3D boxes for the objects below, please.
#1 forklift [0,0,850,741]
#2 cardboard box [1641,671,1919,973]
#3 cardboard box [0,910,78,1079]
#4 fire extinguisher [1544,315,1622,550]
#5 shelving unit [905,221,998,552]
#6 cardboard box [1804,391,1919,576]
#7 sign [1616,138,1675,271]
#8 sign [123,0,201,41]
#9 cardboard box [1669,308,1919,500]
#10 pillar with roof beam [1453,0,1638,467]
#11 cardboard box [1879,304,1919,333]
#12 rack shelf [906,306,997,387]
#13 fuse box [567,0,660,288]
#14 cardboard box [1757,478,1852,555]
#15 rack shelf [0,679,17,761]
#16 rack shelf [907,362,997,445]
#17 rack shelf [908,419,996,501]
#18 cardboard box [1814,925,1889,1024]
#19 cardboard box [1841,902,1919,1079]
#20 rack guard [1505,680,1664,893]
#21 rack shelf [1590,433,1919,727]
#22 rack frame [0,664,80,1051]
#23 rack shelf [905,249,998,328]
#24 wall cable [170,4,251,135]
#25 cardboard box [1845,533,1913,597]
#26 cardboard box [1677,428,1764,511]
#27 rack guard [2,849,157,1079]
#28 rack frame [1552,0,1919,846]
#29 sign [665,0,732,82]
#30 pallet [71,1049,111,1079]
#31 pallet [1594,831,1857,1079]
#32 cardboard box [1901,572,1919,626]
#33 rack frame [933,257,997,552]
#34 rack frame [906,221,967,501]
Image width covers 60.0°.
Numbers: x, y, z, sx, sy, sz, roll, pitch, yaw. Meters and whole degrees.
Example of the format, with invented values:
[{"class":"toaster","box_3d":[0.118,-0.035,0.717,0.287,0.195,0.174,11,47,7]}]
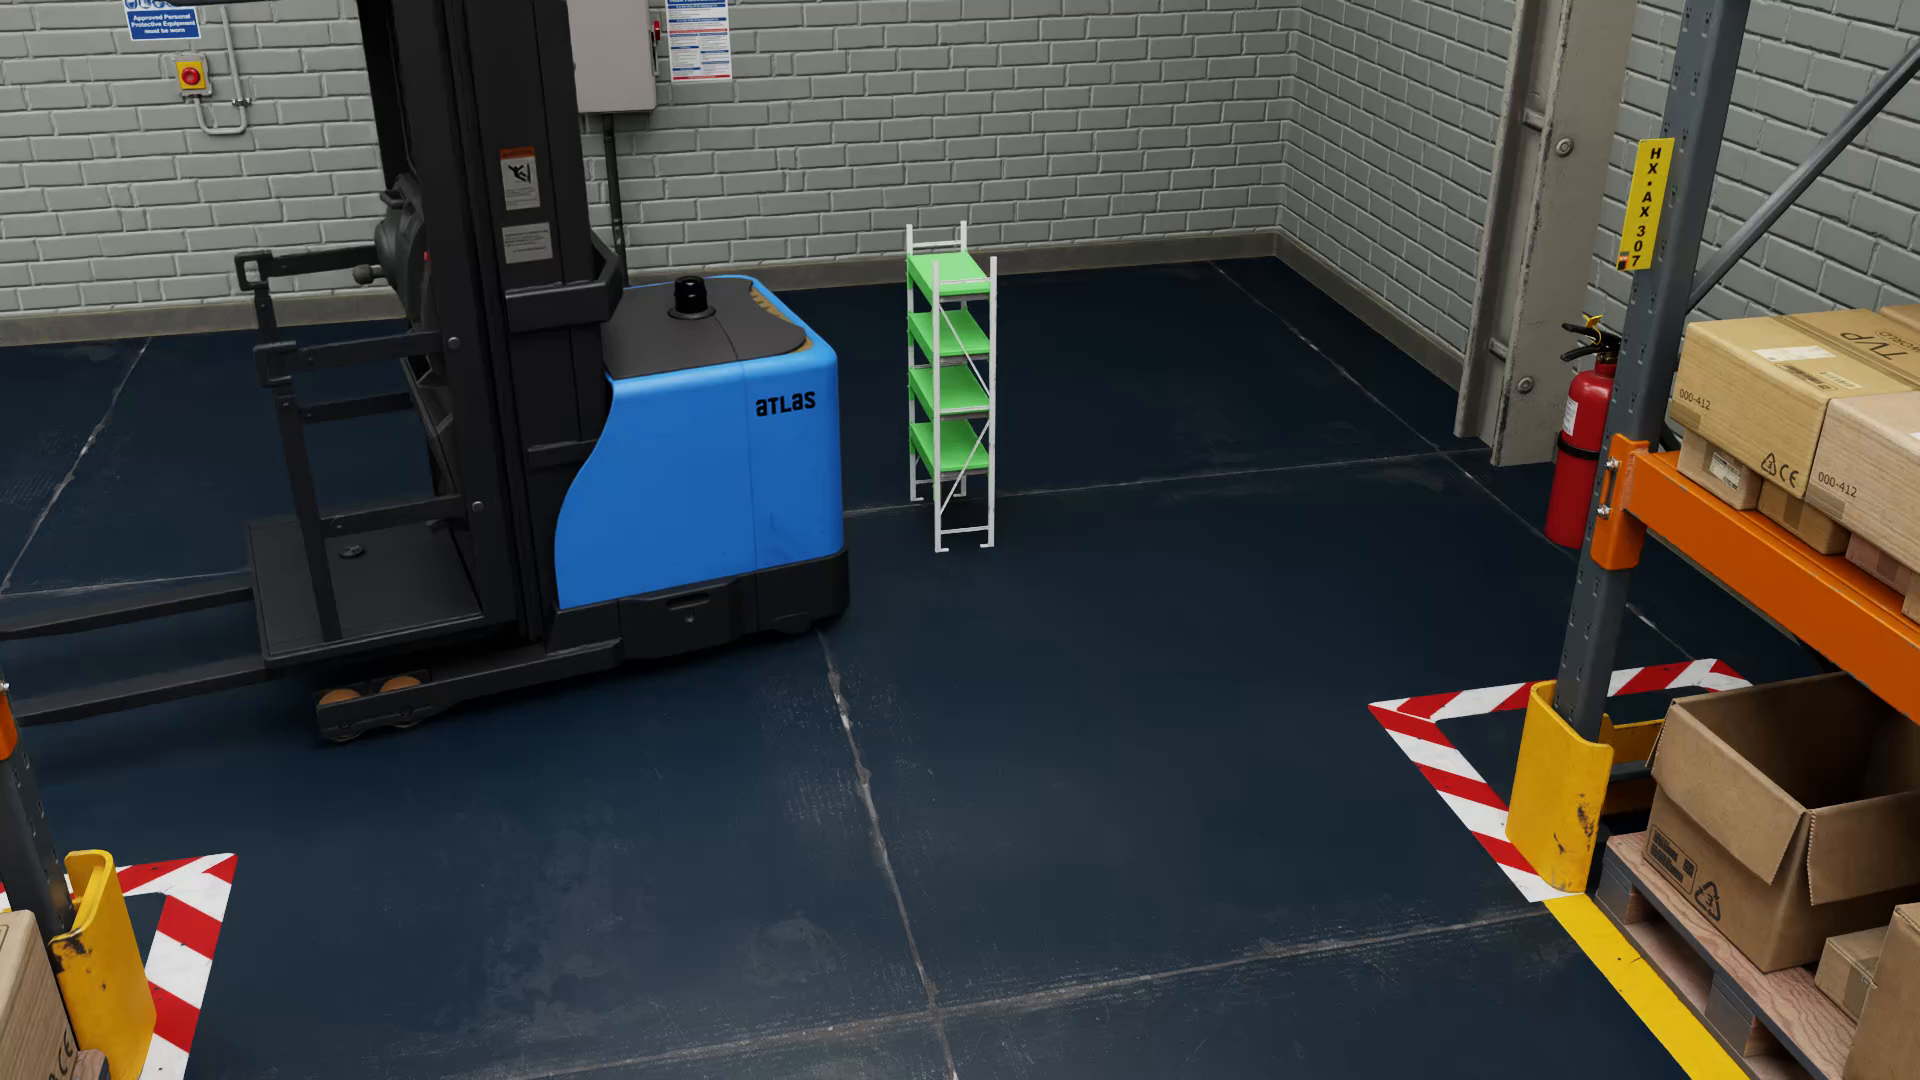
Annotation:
[{"class":"forklift","box_3d":[-1.968,-0.922,5.323,3.031,2.935,1.130,-11,29,-21]},{"class":"cardboard box","box_3d":[2.262,0.713,4.312,0.797,0.503,0.637,-7,28,-14]},{"class":"cardboard box","box_3d":[-2.372,1.250,3.323,0.875,0.438,0.875,-7,28,-13]},{"class":"fire extinguisher","box_3d":[1.733,-0.309,4.532,0.296,0.674,0.183,-6,27,-12]},{"class":"shelving unit","box_3d":[-0.037,-0.608,6.624,0.258,1.200,0.503,-6,27,-12]},{"class":"cardboard box","box_3d":[2.170,-0.110,3.475,0.500,0.250,0.500,-6,27,-11]},{"class":"sign","box_3d":[1.688,-0.823,4.091,0.100,0.325,0.005,-6,27,-12]},{"class":"sign","box_3d":[-3.973,-2.602,8.276,0.327,0.218,0.001,-6,27,-12]},{"class":"cardboard box","box_3d":[2.057,-0.331,3.914,0.500,0.250,0.500,-6,27,-11]},{"class":"pillar with roof beam","box_3d":[-1.707,-4.008,4.704,9.100,9.000,0.400,-6,27,-12]},{"class":"cardboard box","box_3d":[2.579,-0.383,4.016,0.500,0.250,0.500,-5,27,-10]},{"class":"rack shelf","box_3d":[-0.037,-0.766,6.544,0.258,0.148,0.480,-6,27,-12]},{"class":"fuse box","box_3d":[-1.832,-2.033,8.879,0.539,1.711,0.414,-6,27,-12]},{"class":"cardboard box","box_3d":[2.126,-0.101,3.899,0.380,0.149,0.250,-5,27,-10]},{"class":"rack shelf","box_3d":[-2.168,1.213,1.816,1.077,0.370,4.000,-6,27,-12]},{"class":"rack shelf","box_3d":[-0.037,-0.551,6.652,0.258,0.148,0.480,-6,27,-12]},{"class":"rack shelf","box_3d":[-0.037,-0.337,6.761,0.258,0.148,0.480,-6,27,-12]},{"class":"cardboard box","box_3d":[2.320,1.062,4.015,0.380,0.149,0.250,-7,28,-14]},{"class":"cardboard box","box_3d":[2.417,1.094,3.562,0.700,0.500,0.500,-5,27,-9]},{"class":"rack guard","box_3d":[2.234,0.657,4.893,1.175,0.500,0.348,-6,27,-12]},{"class":"rack shelf","box_3d":[2.668,0.707,2.818,1.077,0.370,4.000,-6,27,-12]},{"class":"rack frame","box_3d":[-2.618,0.014,3.394,1.000,3.000,0.127,-6,27,-12]},{"class":"rack shelf","box_3d":[-0.037,-0.980,6.436,0.258,0.148,0.480,-6,27,-12]},{"class":"wall cable","box_3d":[-3.912,-2.927,8.057,0.585,1.953,0.123,-6,27,-12]},{"class":"cardboard box","box_3d":[2.219,0.011,3.678,0.380,0.149,0.250,-6,27,-12]},{"class":"cardboard box","box_3d":[2.024,-0.208,4.111,0.380,0.149,0.250,-6,27,-12]},{"class":"rack guard","box_3d":[-2.624,1.119,3.978,1.175,0.500,0.348,-6,27,-12]},{"class":"rack frame","box_3d":[2.217,-0.492,4.396,1.000,3.000,0.127,-6,27,-12]},{"class":"sign","box_3d":[-1.398,-2.707,8.890,0.329,0.494,0.001,-6,27,-12]},{"class":"pallet","box_3d":[-2.362,1.602,3.342,1.003,0.211,1.213,-6,27,-12]},{"class":"pallet","box_3d":[2.415,1.136,4.265,1.003,0.211,1.213,-6,27,-12]},{"class":"cardboard box","box_3d":[2.216,0.128,3.445,0.380,0.149,0.250,-5,27,-10]},{"class":"rack frame","box_3d":[0.018,-0.501,6.411,0.240,1.200,0.015,-6,27,-12]},{"class":"rack frame","box_3d":[-0.092,-0.715,6.836,0.240,1.200,0.015,-6,27,-12]}]
